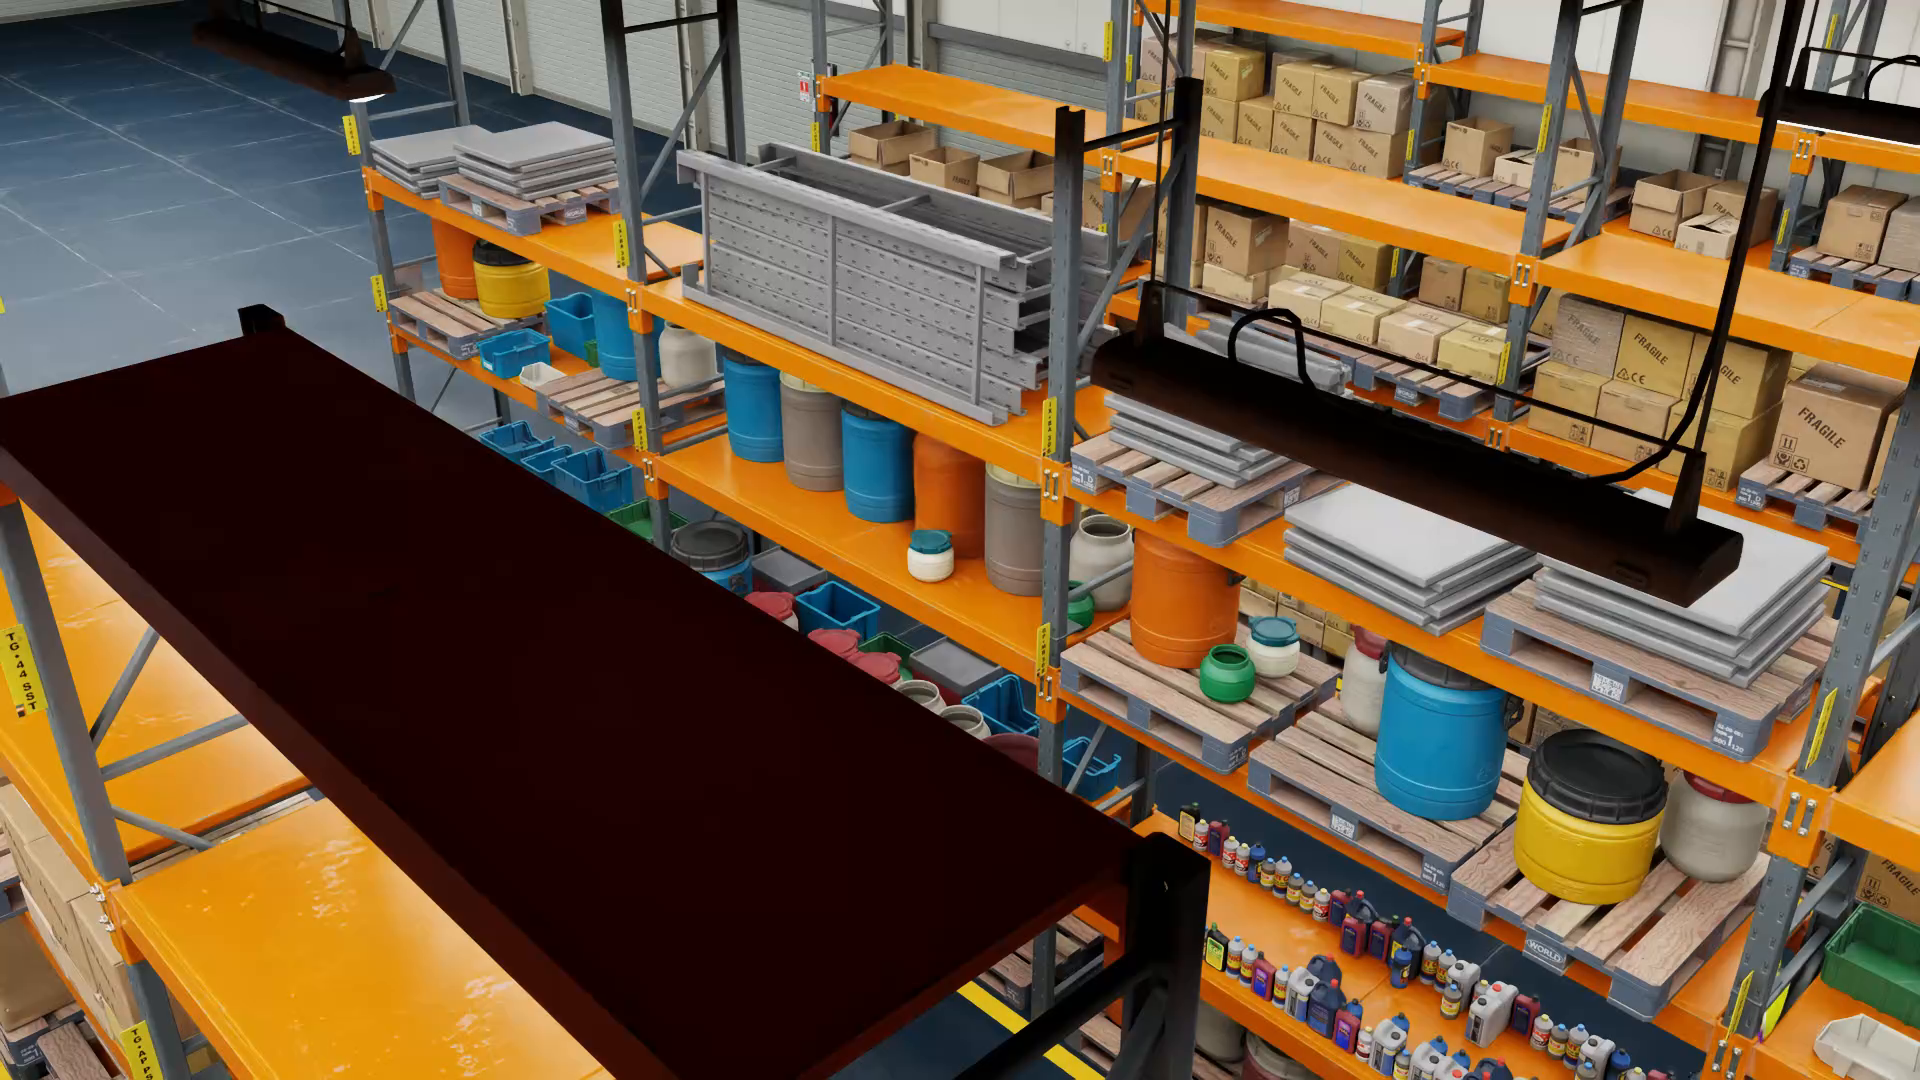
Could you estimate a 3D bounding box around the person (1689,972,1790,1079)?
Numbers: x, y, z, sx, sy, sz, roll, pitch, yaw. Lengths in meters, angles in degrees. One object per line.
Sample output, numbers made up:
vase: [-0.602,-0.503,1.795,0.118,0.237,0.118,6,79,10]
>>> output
person: [4.500,3.041,9.463,0.713,1.631,0.692,-17,32,-28]
